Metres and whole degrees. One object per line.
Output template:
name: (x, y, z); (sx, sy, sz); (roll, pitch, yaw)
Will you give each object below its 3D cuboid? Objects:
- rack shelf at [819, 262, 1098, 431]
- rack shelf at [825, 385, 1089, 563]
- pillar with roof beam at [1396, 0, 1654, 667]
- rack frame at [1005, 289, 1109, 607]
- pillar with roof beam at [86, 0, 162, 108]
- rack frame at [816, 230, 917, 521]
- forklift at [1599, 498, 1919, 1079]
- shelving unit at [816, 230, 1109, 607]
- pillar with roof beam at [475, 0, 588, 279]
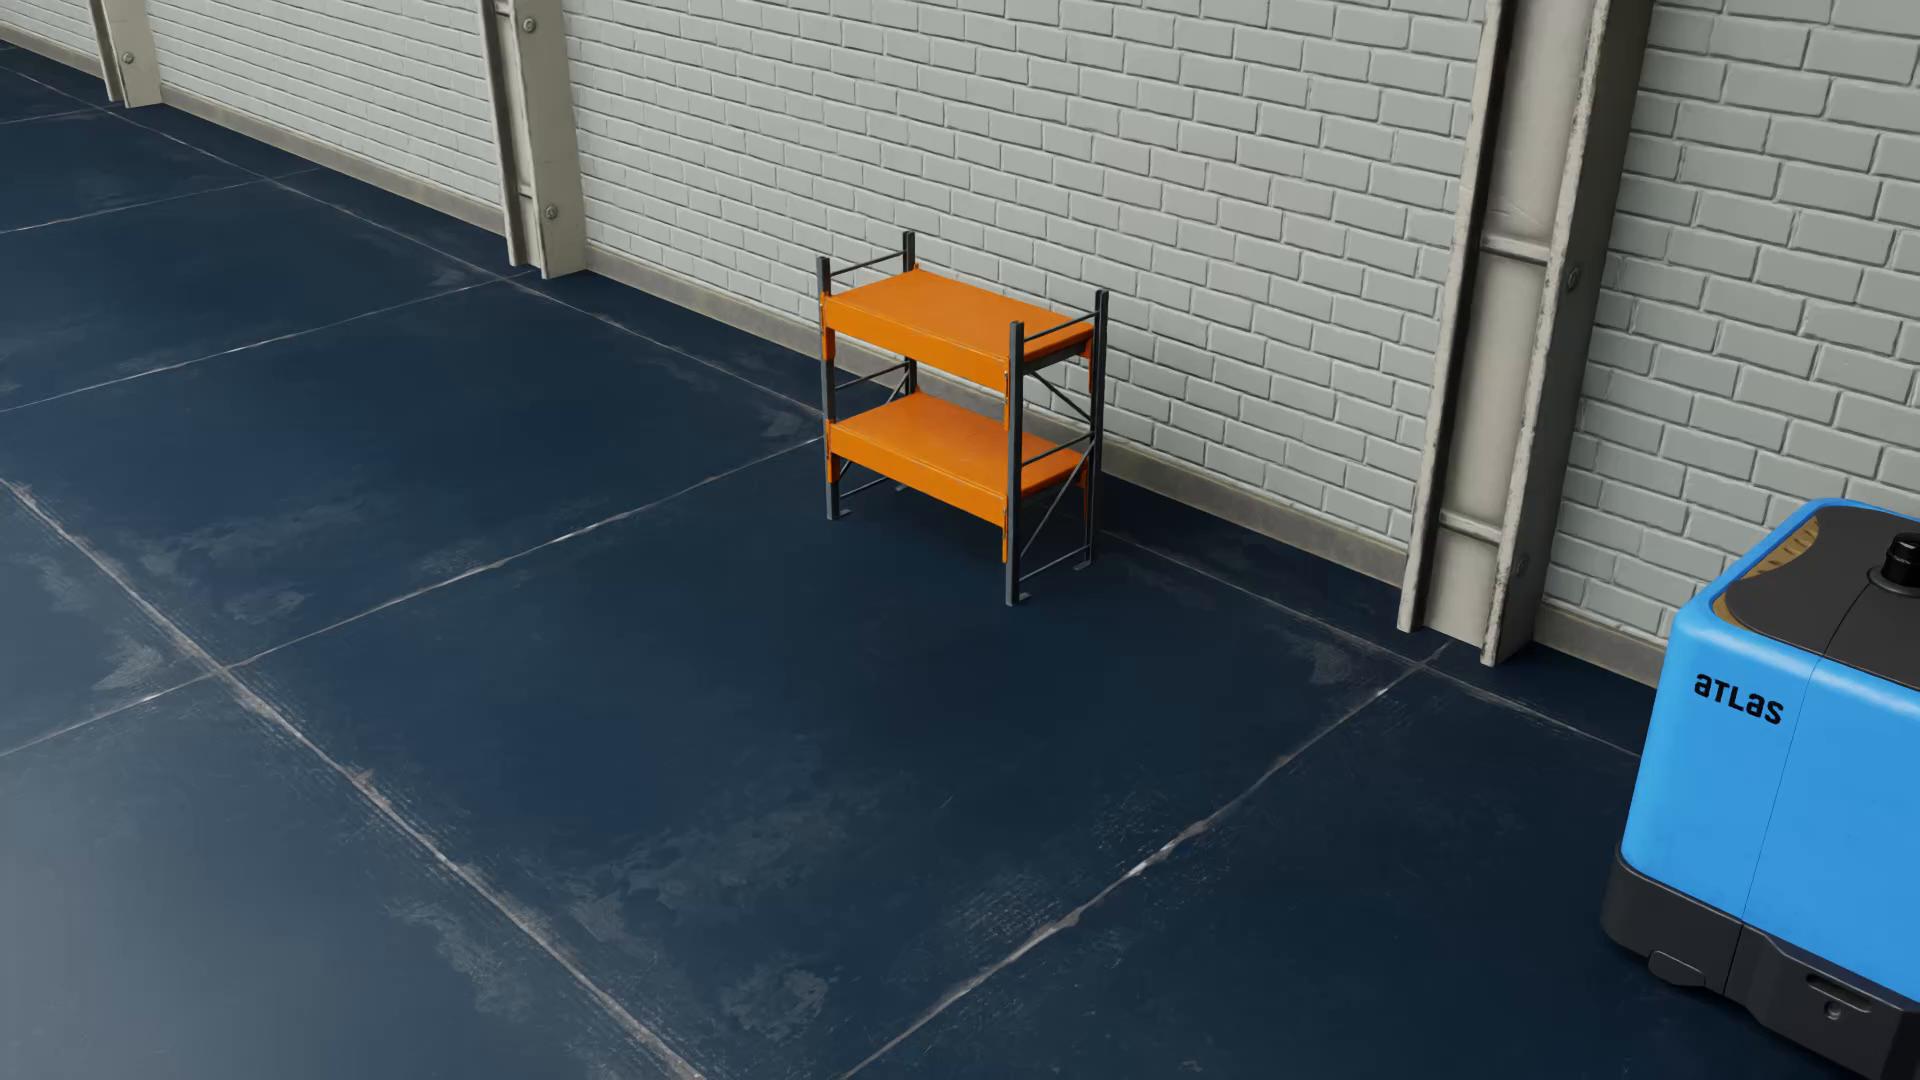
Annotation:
rack shelf: (-0.005, -0.759, 6.356); (1.000, 0.278, 0.538); (25, 36, 38)
rack shelf: (-0.005, -0.284, 6.606); (1.000, 0.278, 0.538); (25, 36, 38)
pillar with roof beam: (-1.162, -2.217, 1.297); (0.400, 9.000, 9.100); (25, 36, 38)
rack frame: (0.358, -0.334, 6.177); (0.032, 1.125, 0.500); (25, 36, 38)
pillar with roof beam: (-9.719, -6.133, 8.744); (0.400, 9.000, 9.100); (25, 36, 38)
rack frame: (-0.367, -0.666, 6.808); (0.032, 1.125, 0.500); (25, 36, 38)
forklift: (3.166, 0.152, 3.312); (3.031, 2.935, 1.130); (25, 36, 38)
shelving unit: (-0.005, -0.500, 6.492); (1.048, 1.125, 0.538); (25, 36, 38)
pillar with roof beam: (-5.440, -4.175, 5.021); (0.400, 9.000, 9.100); (25, 36, 38)
